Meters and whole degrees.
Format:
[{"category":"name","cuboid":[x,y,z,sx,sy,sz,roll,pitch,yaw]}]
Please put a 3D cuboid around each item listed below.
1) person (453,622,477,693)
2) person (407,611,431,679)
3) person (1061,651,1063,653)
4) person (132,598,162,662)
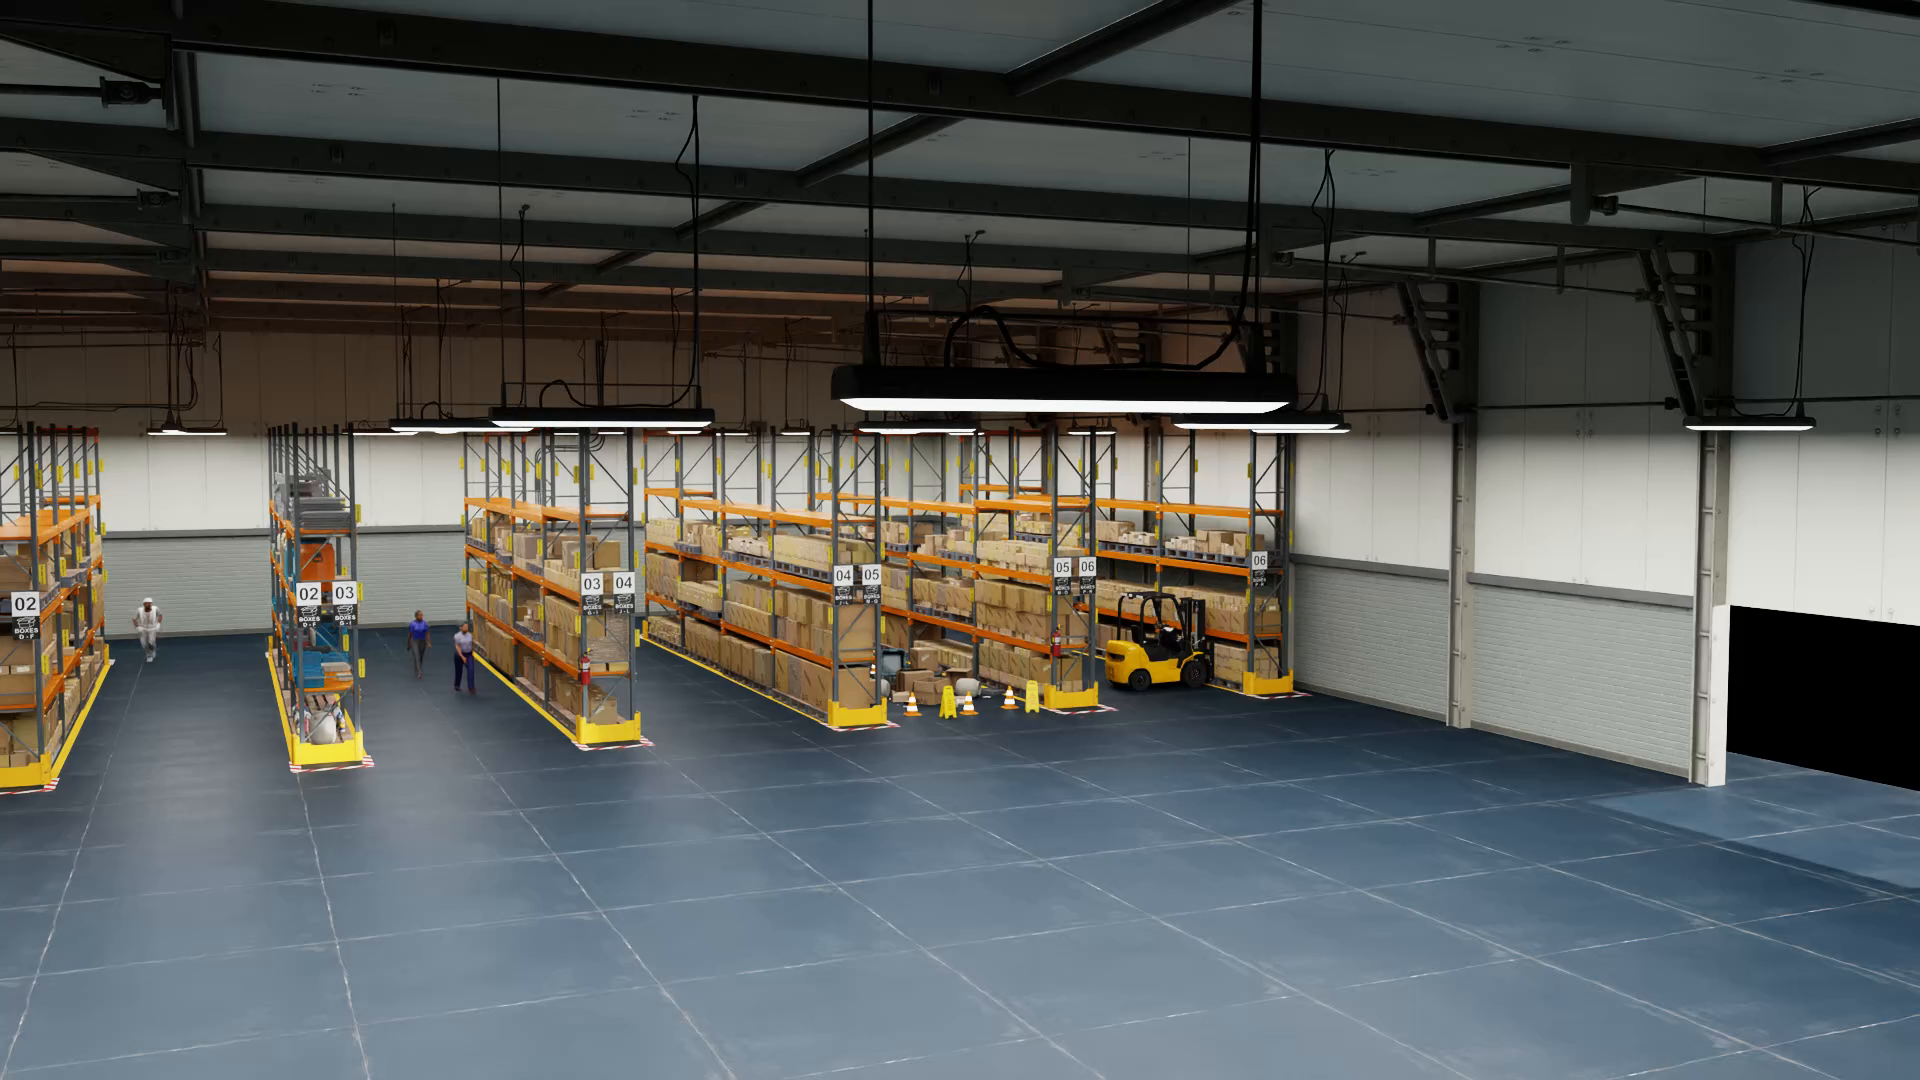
[{"category":"person","cuboid":[-11.131,2.639,37.370,0.465,1.570,0.984,-3,4,-36]},{"category":"person","cuboid":[-12.950,2.488,39.819,0.507,1.574,1.052,-2,4,-34]},{"category":"person","cuboid":[2.278,2.436,39.632,0.579,1.712,0.494,-1,4,-16]},{"category":"person","cuboid":[-20.751,2.293,42.466,0.648,1.679,0.652,-1,4,-16]}]
